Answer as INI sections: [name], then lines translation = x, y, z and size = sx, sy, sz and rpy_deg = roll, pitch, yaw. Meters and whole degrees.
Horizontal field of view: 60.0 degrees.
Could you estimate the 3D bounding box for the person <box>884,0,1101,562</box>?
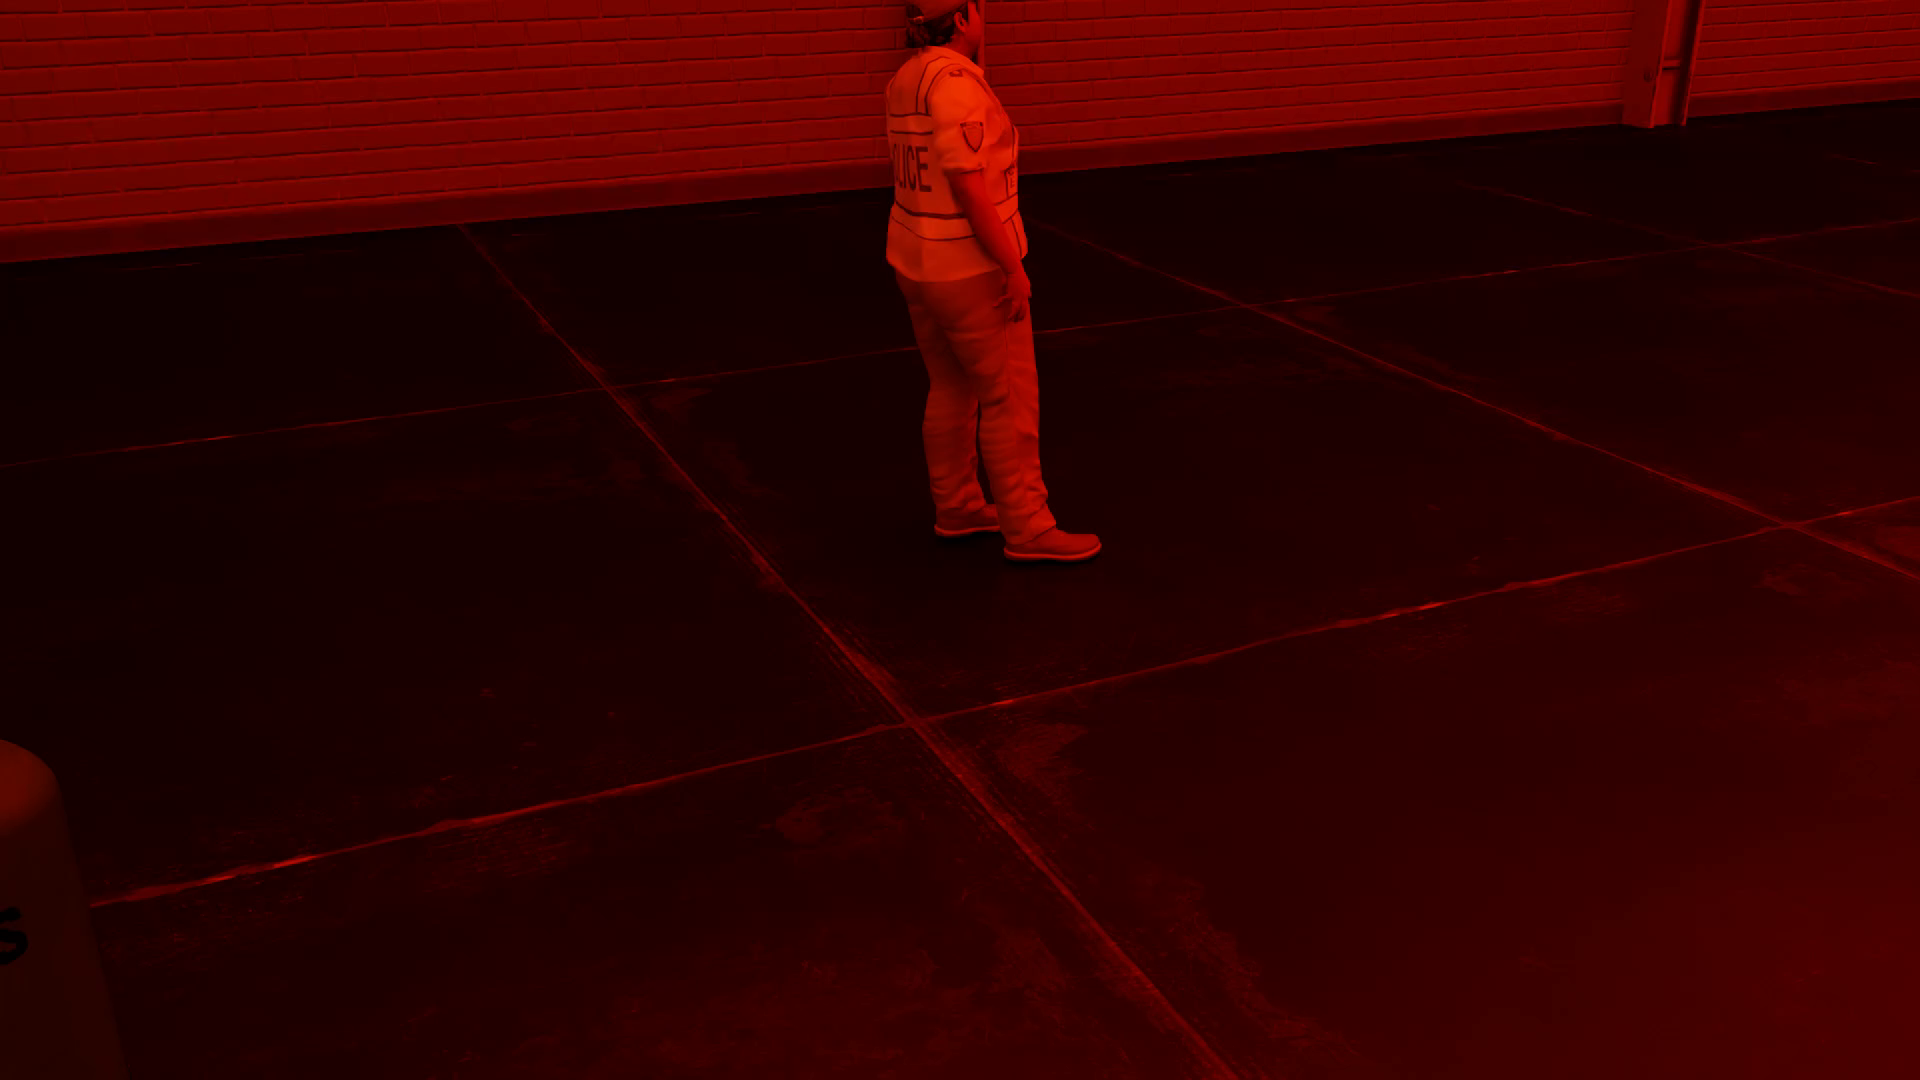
[person]
translation = 0.079, -0.780, 4.795
size = 0.529, 1.670, 0.598
rpy_deg = -10, 25, -23
